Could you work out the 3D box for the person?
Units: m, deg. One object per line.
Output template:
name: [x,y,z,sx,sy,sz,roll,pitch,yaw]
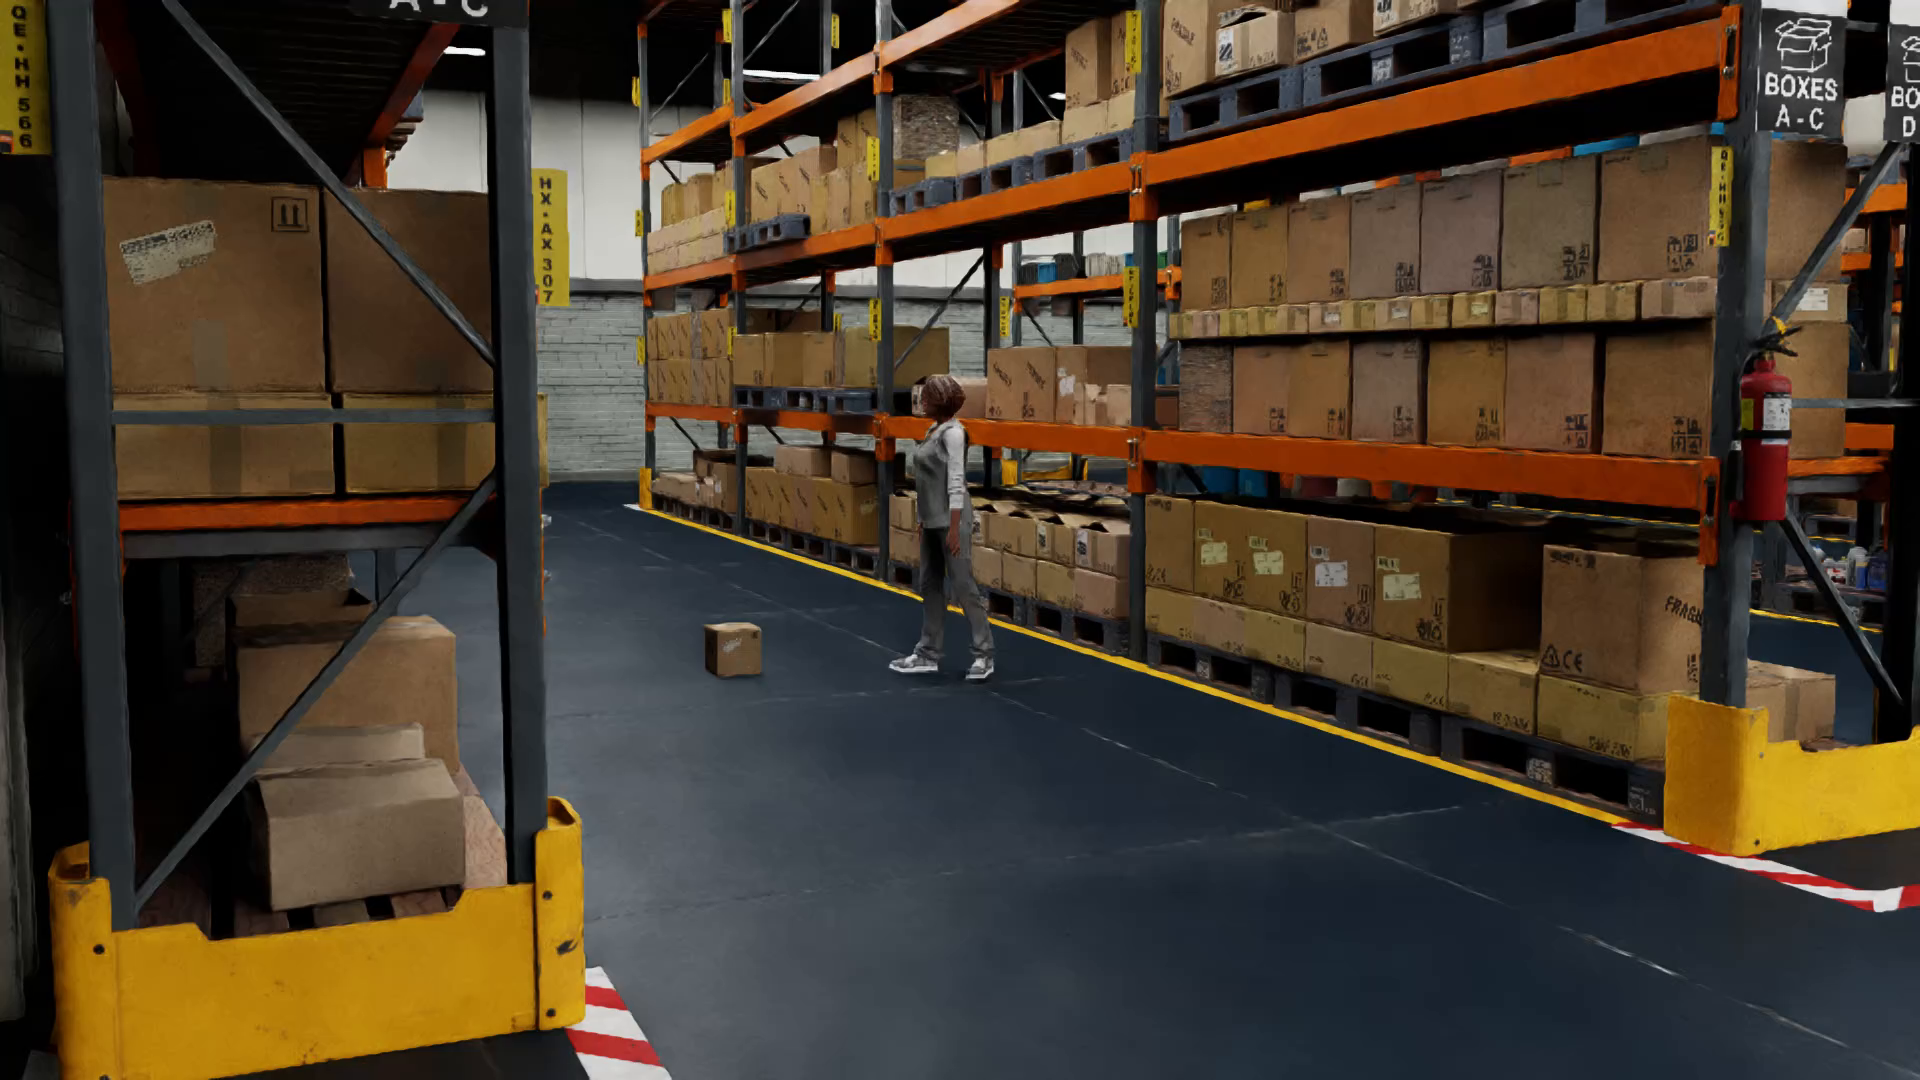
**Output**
person: [-0.100,-0.077,8.833,0.533,1.587,0.596,-2,6,-18]
